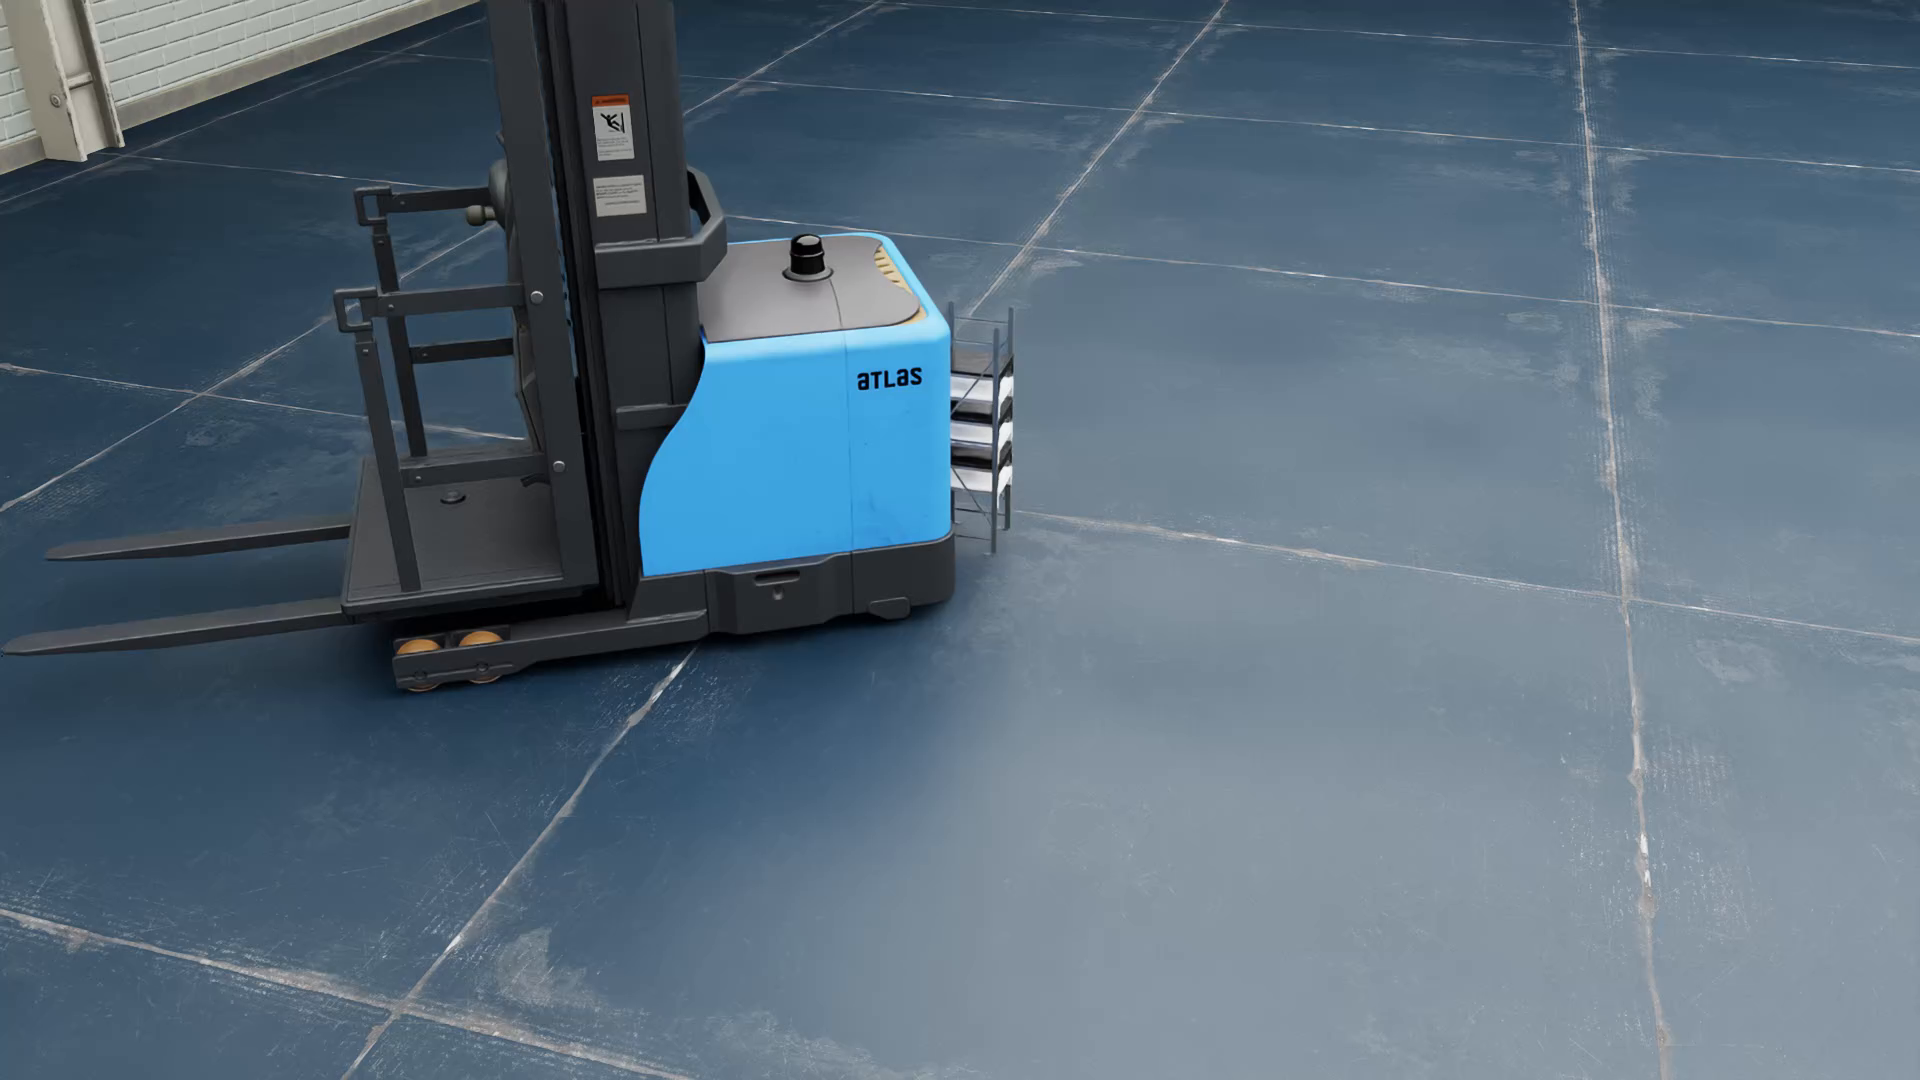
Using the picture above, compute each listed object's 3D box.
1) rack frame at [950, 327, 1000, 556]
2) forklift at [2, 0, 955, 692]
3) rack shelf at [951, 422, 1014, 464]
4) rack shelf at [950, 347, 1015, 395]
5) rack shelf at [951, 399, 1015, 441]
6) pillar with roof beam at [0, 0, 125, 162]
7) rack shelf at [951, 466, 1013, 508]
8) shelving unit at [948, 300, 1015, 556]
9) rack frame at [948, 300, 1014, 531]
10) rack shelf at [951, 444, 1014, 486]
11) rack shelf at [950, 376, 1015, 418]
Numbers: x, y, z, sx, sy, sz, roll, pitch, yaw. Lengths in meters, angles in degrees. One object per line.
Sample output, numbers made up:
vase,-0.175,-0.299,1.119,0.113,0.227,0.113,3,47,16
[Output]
rack frame,0.020,-0.350,5.954,0.240,0.900,0.006,8,30,14
forklift,-1.592,-1.076,5.169,3.031,2.935,1.130,-7,30,-13
rack shelf,0.048,-0.369,6.056,0.258,0.077,0.200,8,30,14
rack shelf,0.048,-0.605,5.924,0.258,0.077,0.200,8,30,14
rack shelf,0.048,-0.447,6.012,0.258,0.077,0.200,8,30,14
pillar with roof beam,-1.558,-5.836,7.485,9.100,9.000,0.400,8,30,15
rack shelf,0.048,-0.211,6.143,0.258,0.077,0.200,8,30,14
shelving unit,0.048,-0.398,6.039,0.258,0.900,0.210,8,30,14
rack frame,0.075,-0.445,6.125,0.240,0.900,0.006,8,30,14
rack shelf,0.048,-0.290,6.099,0.258,0.077,0.200,8,30,14
rack shelf,0.048,-0.526,5.968,0.258,0.077,0.200,8,30,14
